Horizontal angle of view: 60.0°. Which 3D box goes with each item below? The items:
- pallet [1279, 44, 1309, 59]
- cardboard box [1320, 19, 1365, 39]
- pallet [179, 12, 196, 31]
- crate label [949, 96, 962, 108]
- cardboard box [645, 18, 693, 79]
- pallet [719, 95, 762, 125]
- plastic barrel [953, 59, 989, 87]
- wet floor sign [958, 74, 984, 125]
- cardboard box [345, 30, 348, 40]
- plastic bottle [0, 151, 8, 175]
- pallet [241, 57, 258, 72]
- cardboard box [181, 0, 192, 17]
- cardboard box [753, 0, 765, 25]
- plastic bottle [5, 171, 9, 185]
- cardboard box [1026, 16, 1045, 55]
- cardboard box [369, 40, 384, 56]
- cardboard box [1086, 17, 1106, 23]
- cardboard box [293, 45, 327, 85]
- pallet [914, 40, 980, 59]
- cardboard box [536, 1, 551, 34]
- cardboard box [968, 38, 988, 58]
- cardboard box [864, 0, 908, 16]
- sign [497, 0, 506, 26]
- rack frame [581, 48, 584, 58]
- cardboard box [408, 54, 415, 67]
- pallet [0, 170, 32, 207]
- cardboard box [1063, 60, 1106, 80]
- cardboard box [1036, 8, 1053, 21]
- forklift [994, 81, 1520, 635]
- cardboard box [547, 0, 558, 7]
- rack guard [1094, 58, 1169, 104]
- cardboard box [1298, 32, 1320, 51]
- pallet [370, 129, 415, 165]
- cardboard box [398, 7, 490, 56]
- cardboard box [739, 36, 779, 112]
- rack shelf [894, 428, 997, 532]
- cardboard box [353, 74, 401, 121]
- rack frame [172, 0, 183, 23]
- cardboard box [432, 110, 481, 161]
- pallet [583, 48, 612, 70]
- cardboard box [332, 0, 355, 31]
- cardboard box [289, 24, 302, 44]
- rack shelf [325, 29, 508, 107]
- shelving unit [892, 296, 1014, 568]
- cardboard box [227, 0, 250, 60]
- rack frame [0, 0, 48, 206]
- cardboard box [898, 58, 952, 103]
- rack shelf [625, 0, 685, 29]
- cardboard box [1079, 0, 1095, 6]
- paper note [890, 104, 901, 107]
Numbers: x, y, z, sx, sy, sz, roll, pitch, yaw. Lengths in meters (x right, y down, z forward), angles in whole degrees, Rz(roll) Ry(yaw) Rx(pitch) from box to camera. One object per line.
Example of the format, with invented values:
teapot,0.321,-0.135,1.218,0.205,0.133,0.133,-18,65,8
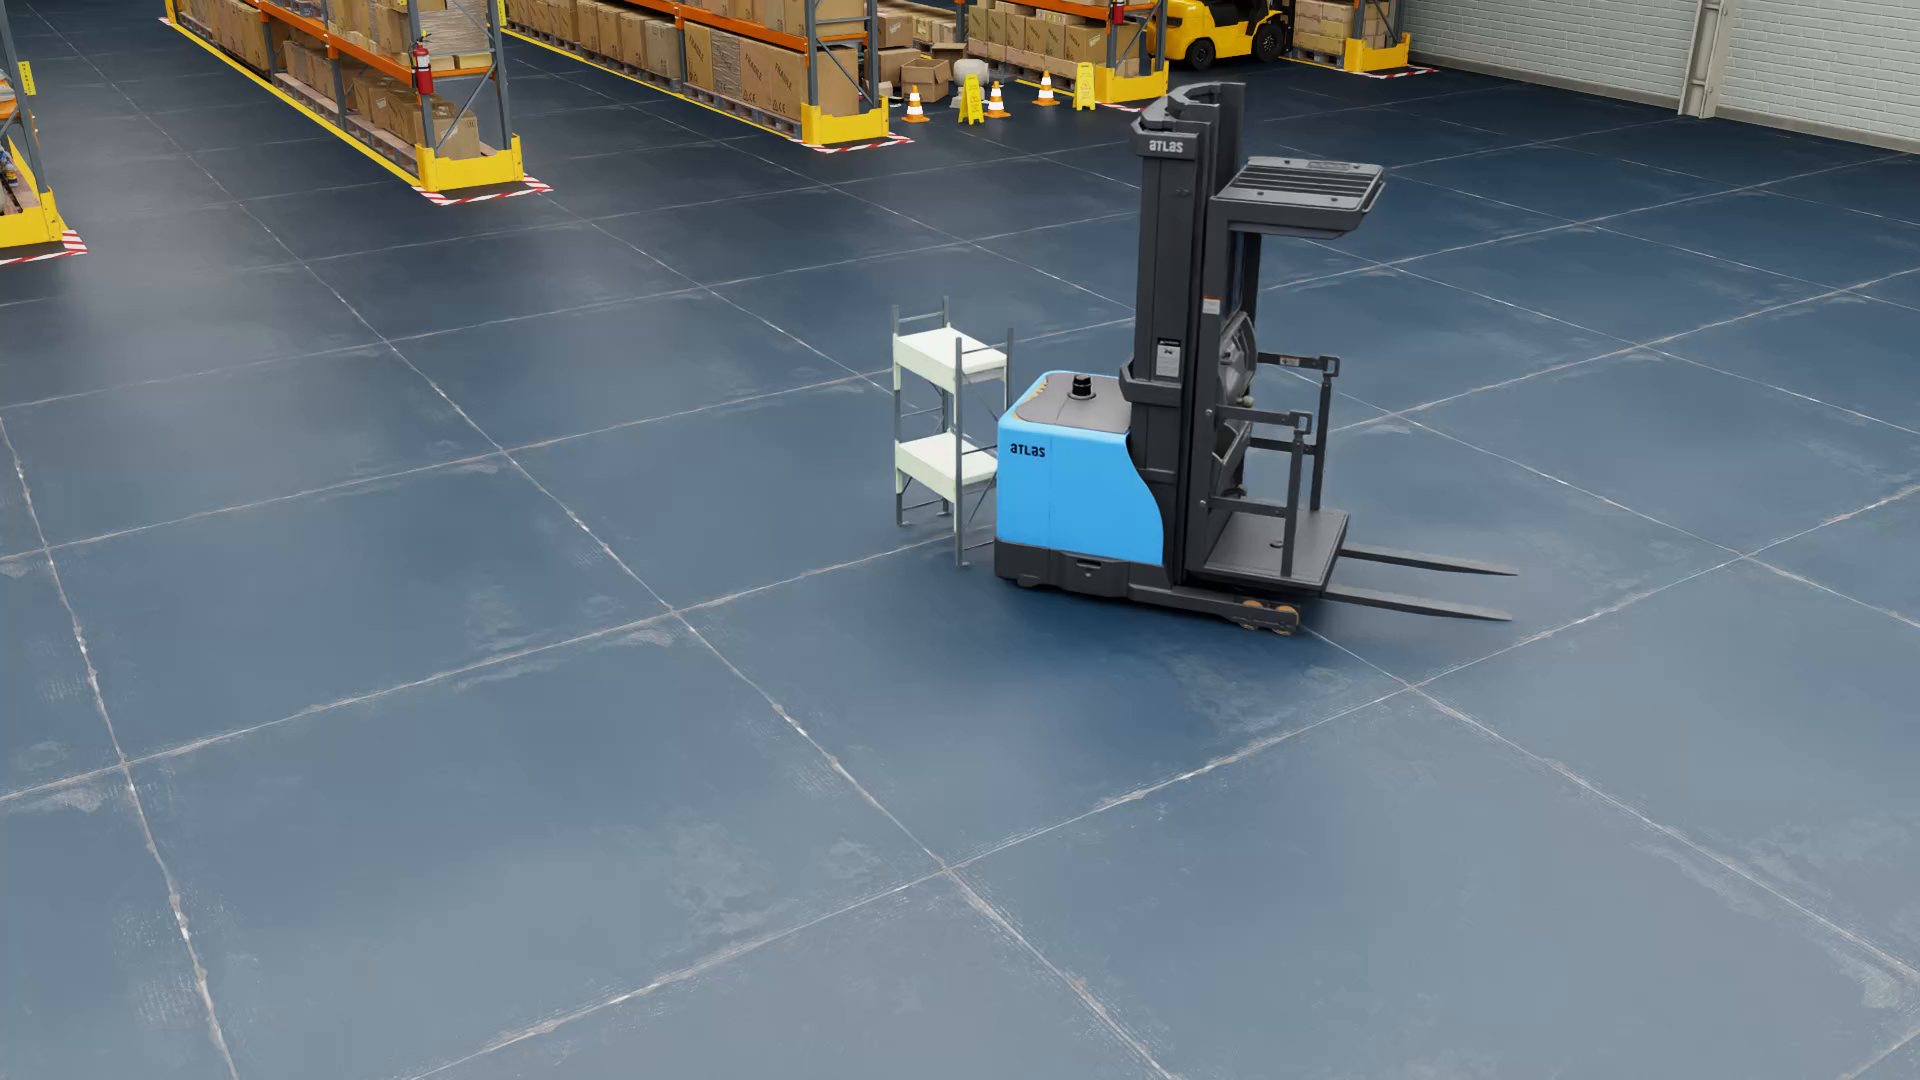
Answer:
pallet,5.612,-8.469,28.443,1.003,0.211,1.213,-16,29,-30
cardboard box,6.199,-8.304,26.970,0.500,0.250,0.500,-16,30,-30
pallet,-13.966,-9.757,31.171,1.003,0.211,1.213,-16,29,-30
crate label,0.029,-6.317,23.972,0.298,0.136,0.250,12,28,24
cardboard box,-4.120,-7.487,25.239,1.050,0.750,0.750,-16,29,-30
pallet,-2.686,-6.125,23.478,1.003,0.211,1.213,-16,29,-30
plastic barrel,0.174,-7.093,25.280,0.512,0.421,0.421,3,25,6
wet floor sign,0.152,-6.069,22.850,0.267,0.644,0.232,-22,33,-38
cardboard box,-7.622,-6.470,21.237,0.380,0.149,0.250,-16,29,-30
plastic bottle,-10.964,-4.326,19.080,0.097,0.271,0.097,0,25,0
pallet,-11.130,-7.899,27.235,1.003,0.211,1.213,-16,29,-30
cardboard box,-14.051,-10.304,31.061,0.875,0.875,0.875,-16,29,-30
cardboard box,-2.282,-7.294,22.511,0.875,0.550,0.550,-16,29,-30
plastic bottle,-10.668,-4.100,18.684,0.097,0.201,0.097,0,25,0
cardboard box,1.357,-7.752,25.507,0.500,0.500,0.500,-16,30,-31
cardboard box,-6.969,-6.015,20.272,0.380,0.149,0.250,-16,29,-30
cardboard box,2.059,-7.705,25.409,0.500,0.500,0.500,-17,30,-31
cardboard box,-9.404,-7.062,24.609,0.700,0.500,0.500,-18,31,-34
pallet,-0.040,-8.320,28.127,1.003,0.211,1.213,-16,29,-30
cardboard box,-7.050,-9.150,29.055,0.500,0.500,0.500,-17,30,-32
cardboard box,0.482,-7.976,26.860,0.500,0.250,0.500,-17,30,-32
cardboard box,-1.497,-9.531,30.012,0.950,0.372,0.625,-18,31,-33
sign,-5.279,-6.081,19.103,0.100,0.325,0.005,-16,29,-30
rack frame,-5.890,-9.544,27.453,1.000,3.000,0.127,-16,29,-30
cardboard box,-6.198,-5.593,19.377,0.380,0.149,0.250,-16,29,-30
pallet,-11.065,-3.892,18.746,1.003,0.211,1.213,-16,29,-30
cardboard box,1.890,-7.054,24.907,0.500,0.250,0.500,-16,29,-30
cardboard box,1.380,-7.978,25.227,0.380,0.149,0.250,-14,29,-27
forklift,1.779,-1.034,9.507,3.031,2.935,1.130,9,27,18
cardboard box,-6.767,-9.304,28.503,0.500,0.250,0.500,-15,29,-29
rack guard,2.528,-6.769,24.503,1.175,0.500,0.348,-16,29,-30
cardboard box,5.942,-8.251,27.444,0.500,0.250,0.500,-16,29,-30
pallet,-6.851,-5.064,21.229,1.003,0.211,1.213,-16,29,-30
cardboard box,-6.011,-5.946,19.365,0.875,0.500,0.500,-16,29,-30
cardboard box,-2.430,-6.453,22.903,0.875,0.875,0.875,-16,30,-30
rack shelf,-0.051,-0.391,10.585,0.431,0.370,0.720,-15,29,-29
cardboard box,-7.732,-5.901,22.172,0.500,0.500,0.500,-17,30,-31
rack frame,-14.468,-11.286,31.143,1.000,3.000,0.127,-16,29,-30
cardboard box,-6.060,-4.850,19.945,0.500,0.500,0.500,-10,27,-20
pallet,-5.522,-7.983,27.414,1.003,0.211,1.213,-16,29,-30
cardboard box,-7.480,-6.811,21.198,0.875,0.500,0.500,-16,29,-30
cardboard box,-9.710,-7.599,24.868,0.500,0.250,0.500,-14,29,-28
rack shelf,-6.825,-5.953,20.689,1.077,0.370,4.000,-16,29,-30
shelving unit,-0.051,-0.686,10.446,0.431,1.500,0.755,-15,29,-29
cardboard box,-10.940,-8.226,26.658,1.225,0.875,0.875,-15,29,-29
rack frame,-9.883,-4.409,16.575,1.000,3.000,0.127,-16,29,-30
cardboard box,-0.510,-6.782,24.526,0.637,0.503,0.797,7,26,15
rack shelf,-4.798,-8.503,26.092,1.077,0.370,4.000,-16,29,-30
cardboard box,1.955,-7.907,24.281,0.380,0.149,0.250,-16,30,-30
paper note,-0.933,-6.281,24.021,0.144,0.017,0.142,-6,26,-12
